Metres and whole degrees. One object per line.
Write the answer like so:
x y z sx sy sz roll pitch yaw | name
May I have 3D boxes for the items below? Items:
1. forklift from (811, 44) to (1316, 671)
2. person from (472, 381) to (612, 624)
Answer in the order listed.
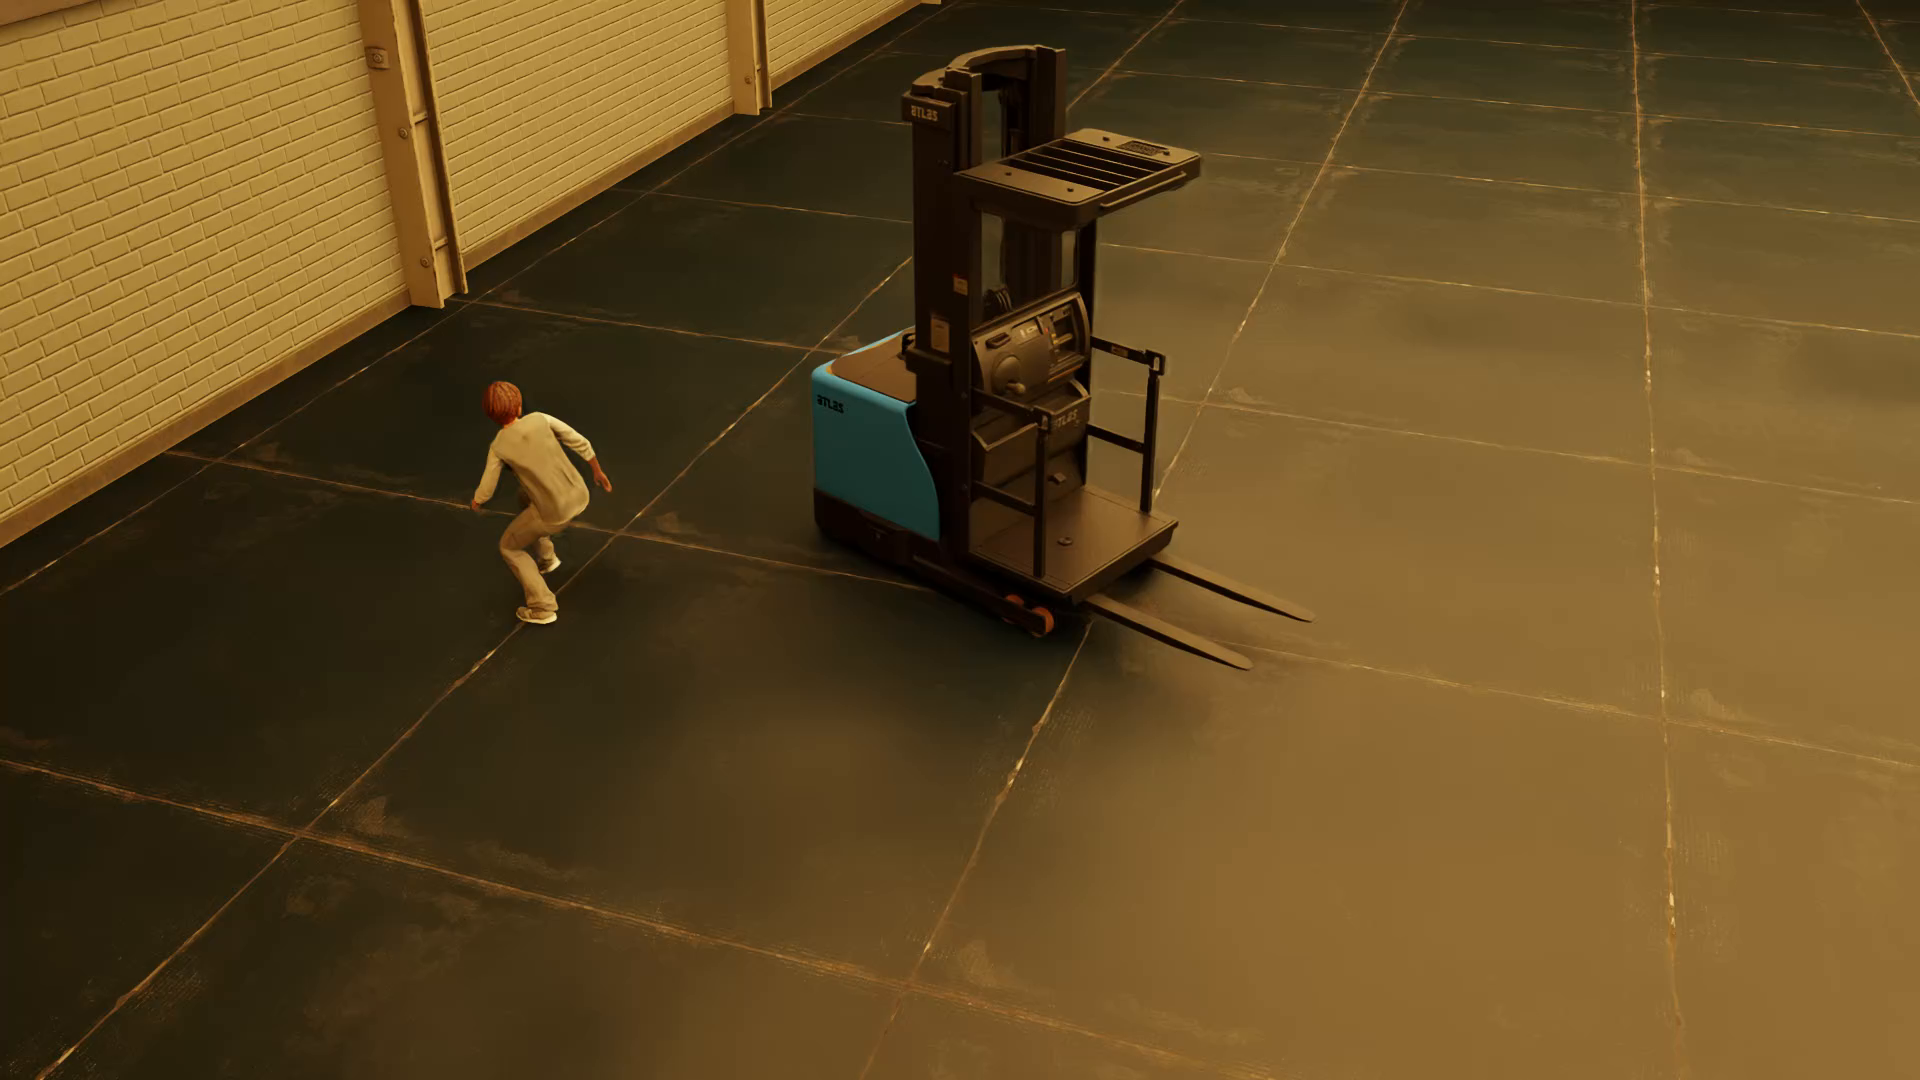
0.553 -1.034 8.950 3.031 2.935 1.130 23 37 35 | forklift
-2.354 -0.260 9.192 0.636 1.389 0.649 19 35 30 | person
